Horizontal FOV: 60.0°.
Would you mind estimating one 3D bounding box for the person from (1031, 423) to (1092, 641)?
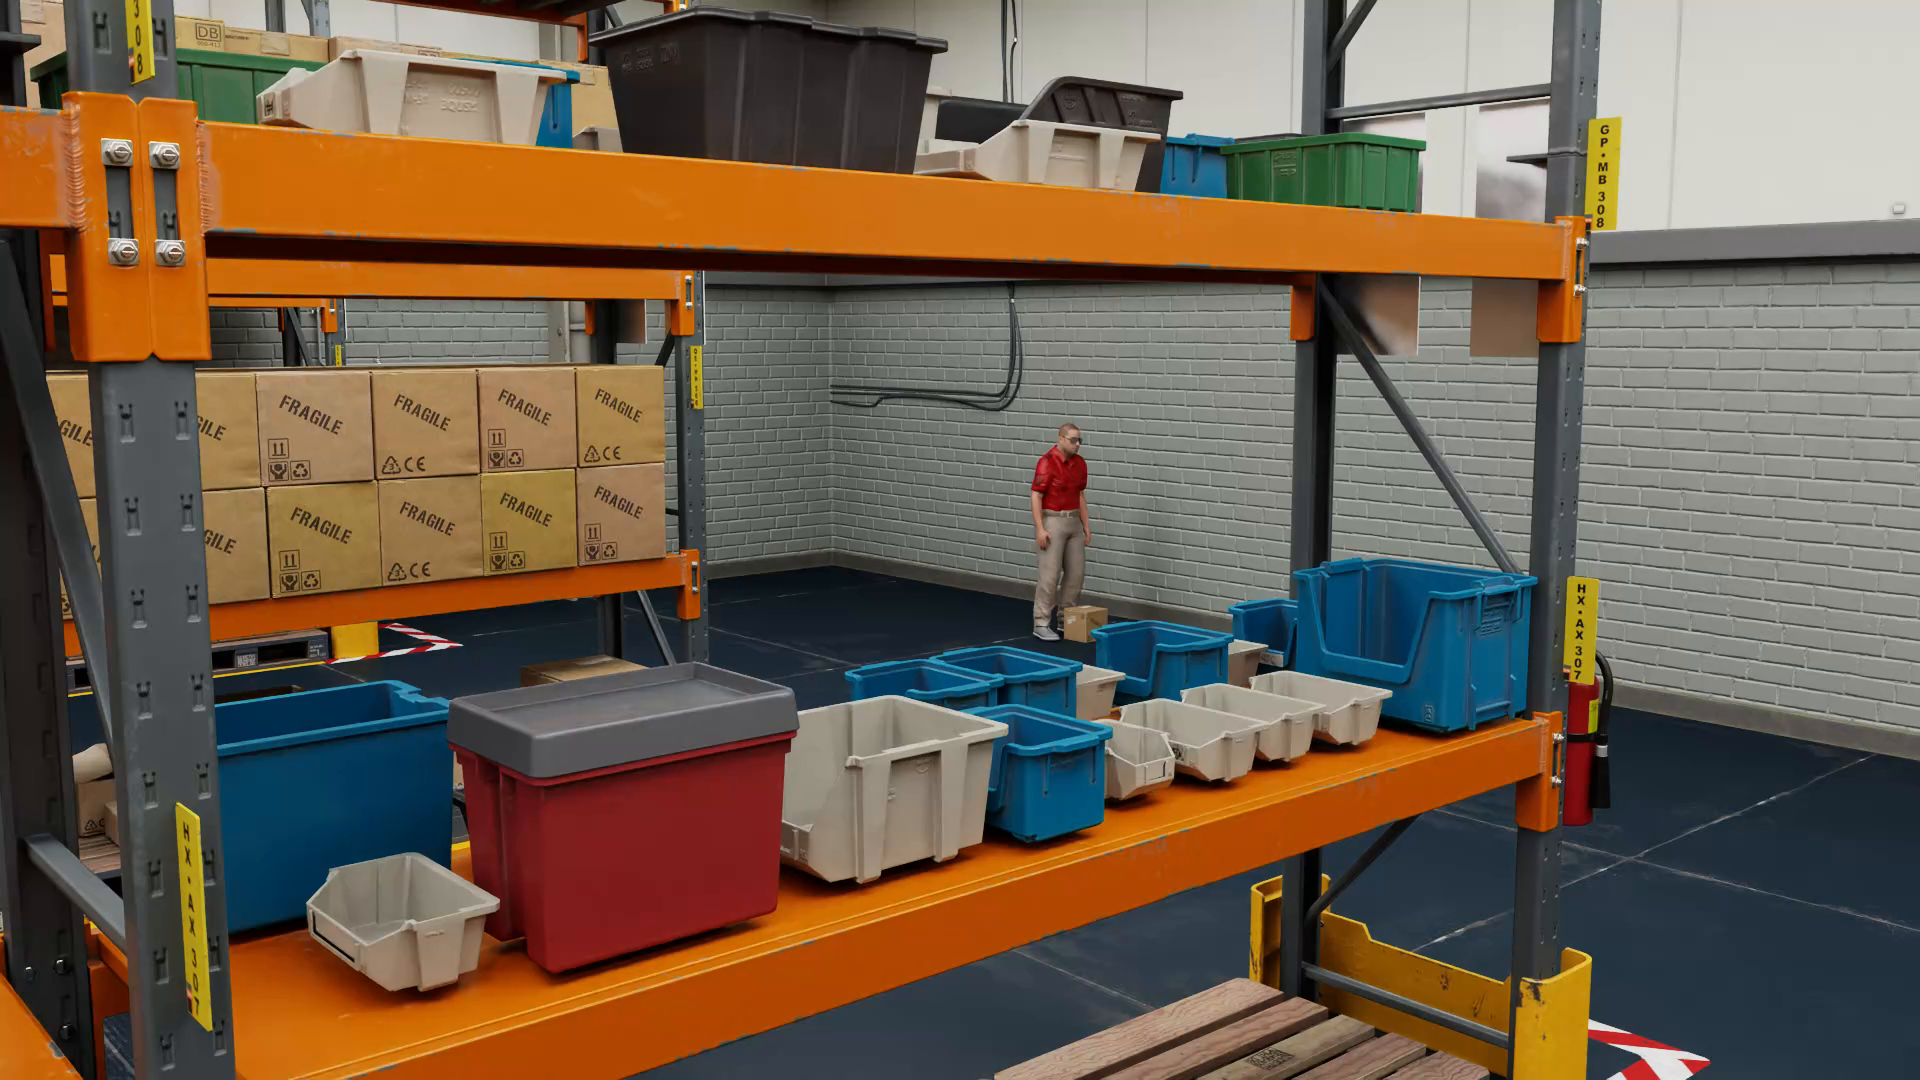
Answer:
[{"bbox_3d":[0.825,-0.080,13.453,0.586,1.727,0.396,-6,10,-40],"label":"person"}]
